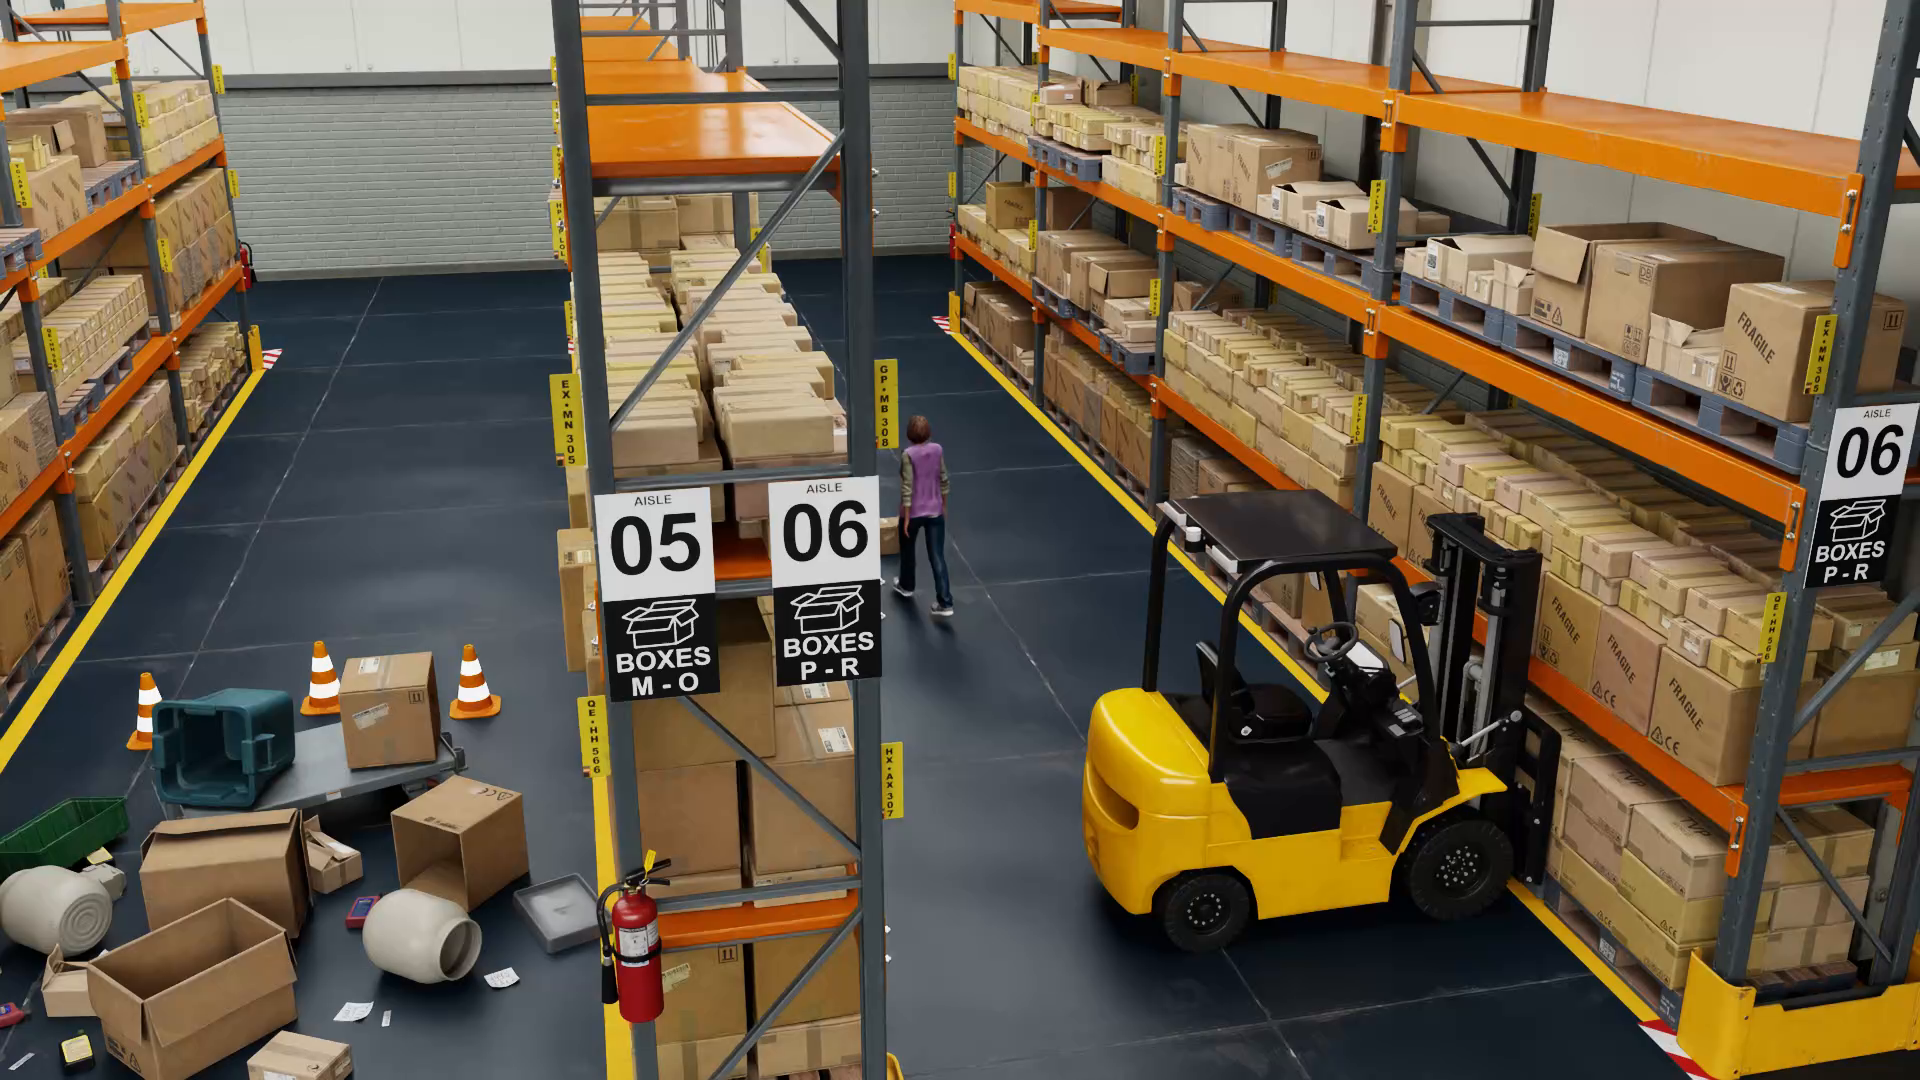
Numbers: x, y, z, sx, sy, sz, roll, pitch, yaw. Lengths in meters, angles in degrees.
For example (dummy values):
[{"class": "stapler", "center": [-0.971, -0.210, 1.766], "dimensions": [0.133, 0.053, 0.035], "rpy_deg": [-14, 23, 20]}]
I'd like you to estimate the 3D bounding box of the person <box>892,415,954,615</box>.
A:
[{"class": "person", "center": [-0.271, -0.210, 12.954], "dimensions": [0.431, 1.535, 0.947], "rpy_deg": [-8, 21, -20]}]
